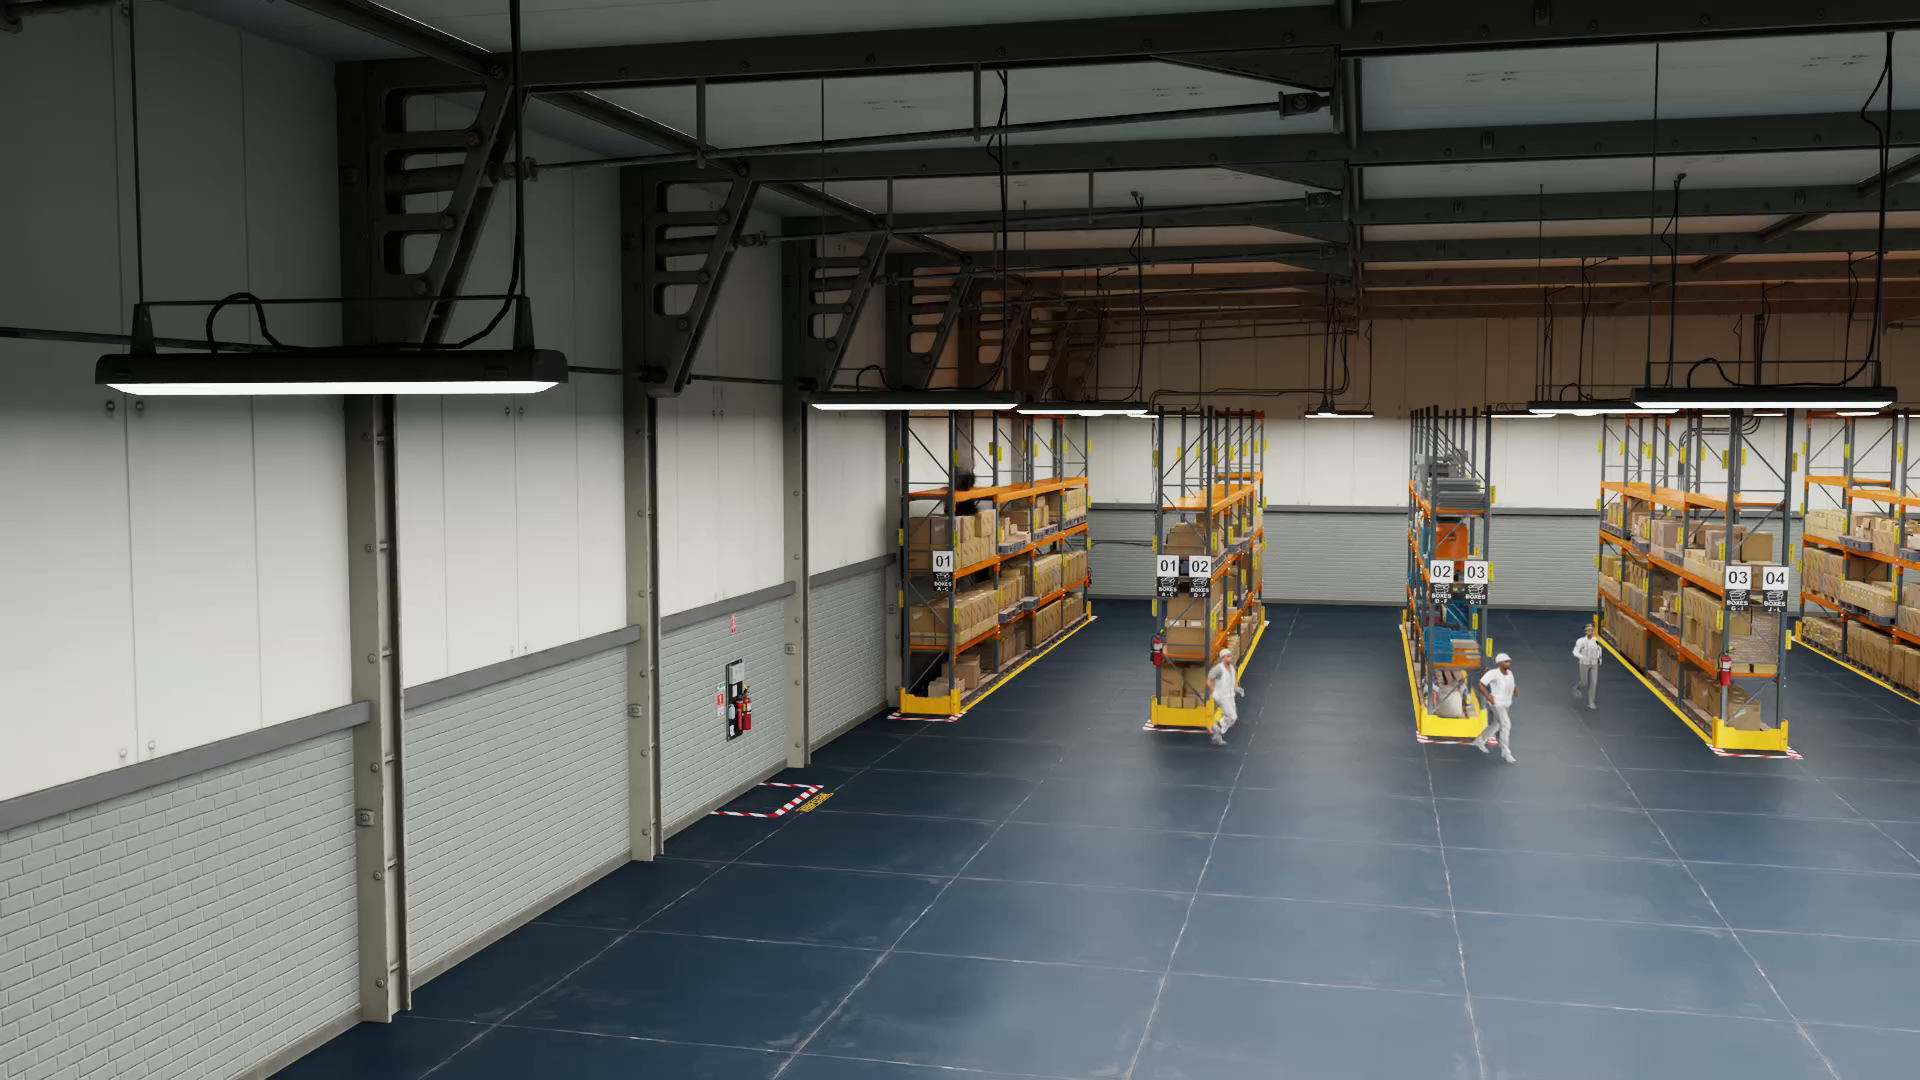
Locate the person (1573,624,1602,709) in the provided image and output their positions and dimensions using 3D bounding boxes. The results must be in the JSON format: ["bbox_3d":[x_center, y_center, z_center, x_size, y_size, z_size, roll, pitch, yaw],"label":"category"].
[{"bbox_3d":[12.555,2.492,33.203,0.618,1.669,0.890,0,4,0],"label":"person"}]

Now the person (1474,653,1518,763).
[{"bbox_3d":[9.135,2.809,28.178,0.715,1.808,0.862,-3,5,-40],"label":"person"}]

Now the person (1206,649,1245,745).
[{"bbox_3d":[4.688,2.764,29.228,0.609,1.707,0.602,-4,6,-44],"label":"person"}]
